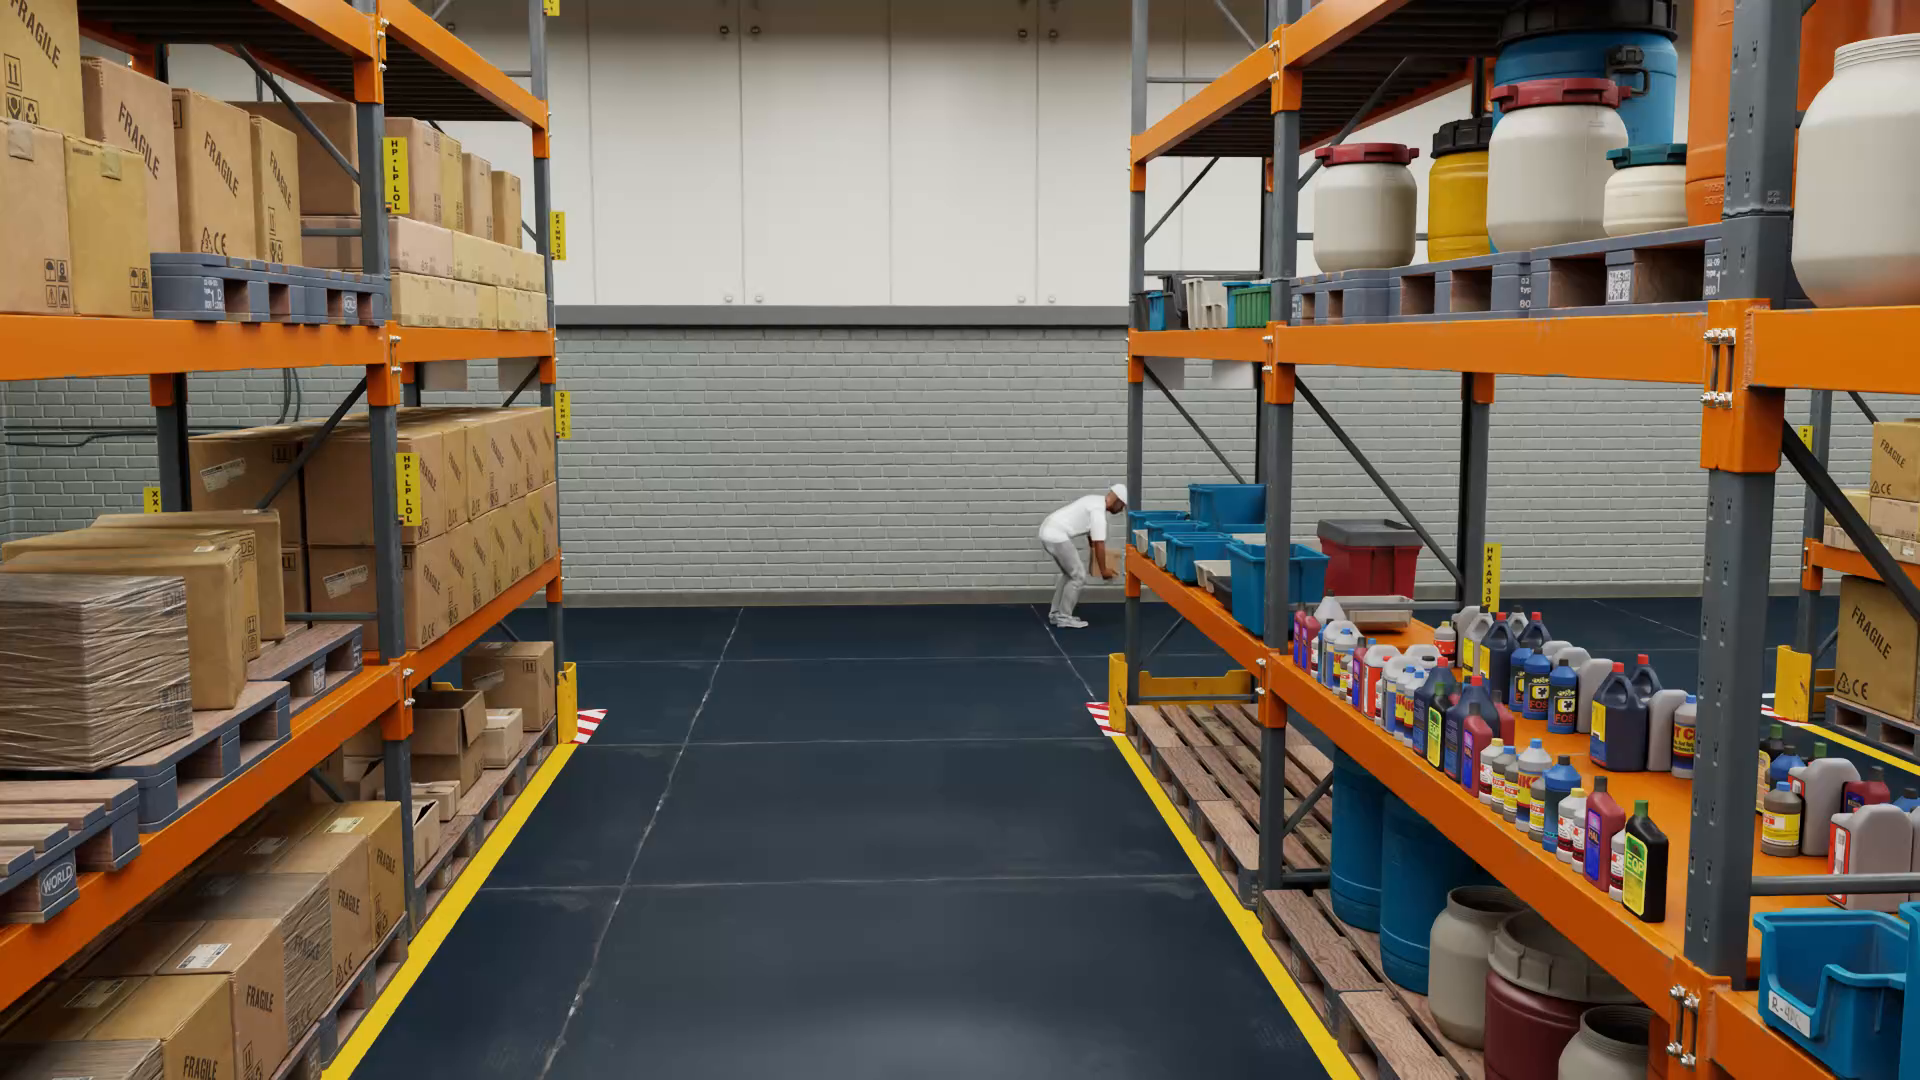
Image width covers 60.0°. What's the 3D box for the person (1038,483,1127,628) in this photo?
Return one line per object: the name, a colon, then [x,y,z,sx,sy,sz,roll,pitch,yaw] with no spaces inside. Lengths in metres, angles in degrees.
person: [1.211,0.143,16.075,0.897,1.377,0.489,-1,7,-6]
